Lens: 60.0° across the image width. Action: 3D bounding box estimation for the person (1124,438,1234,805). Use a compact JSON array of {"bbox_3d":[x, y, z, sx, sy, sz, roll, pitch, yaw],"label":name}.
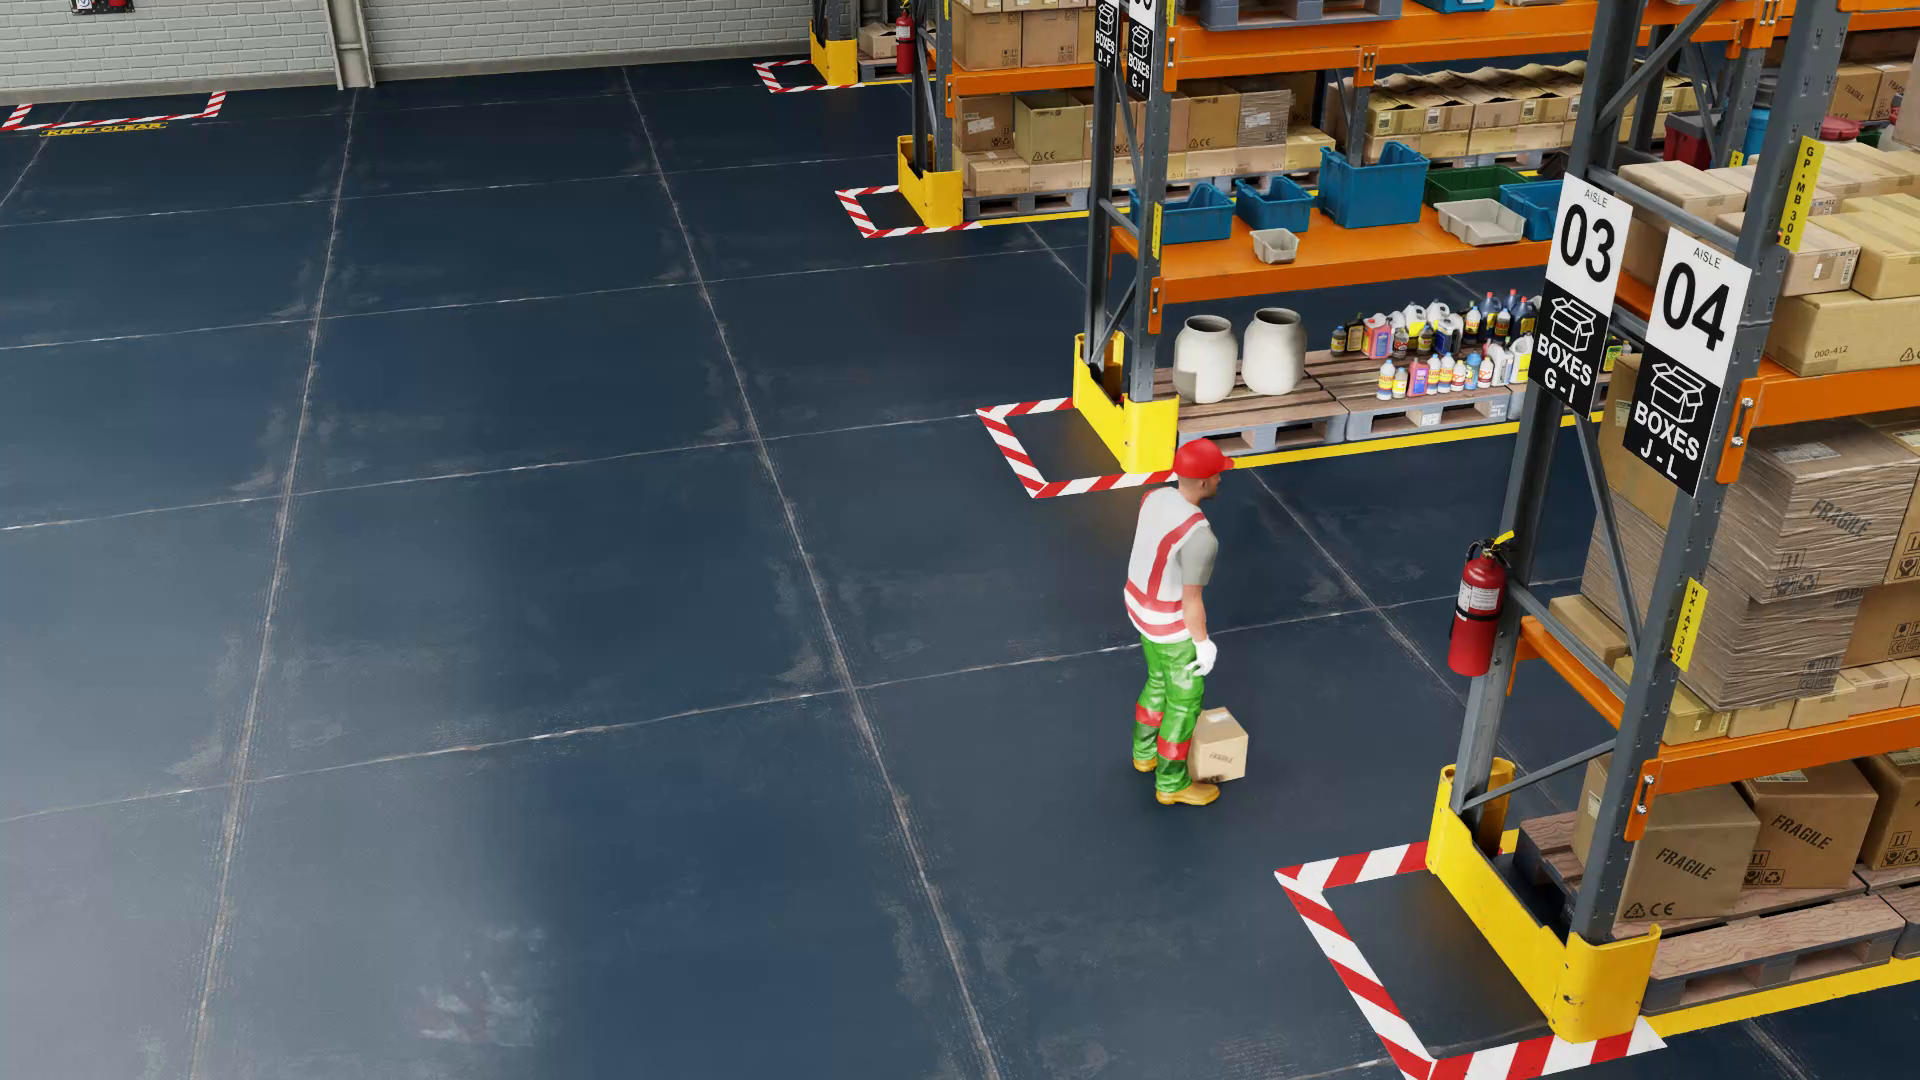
[{"bbox_3d":[0.993,0.363,7.599,0.451,1.777,0.610,-9,31,-16],"label":"person"}]
